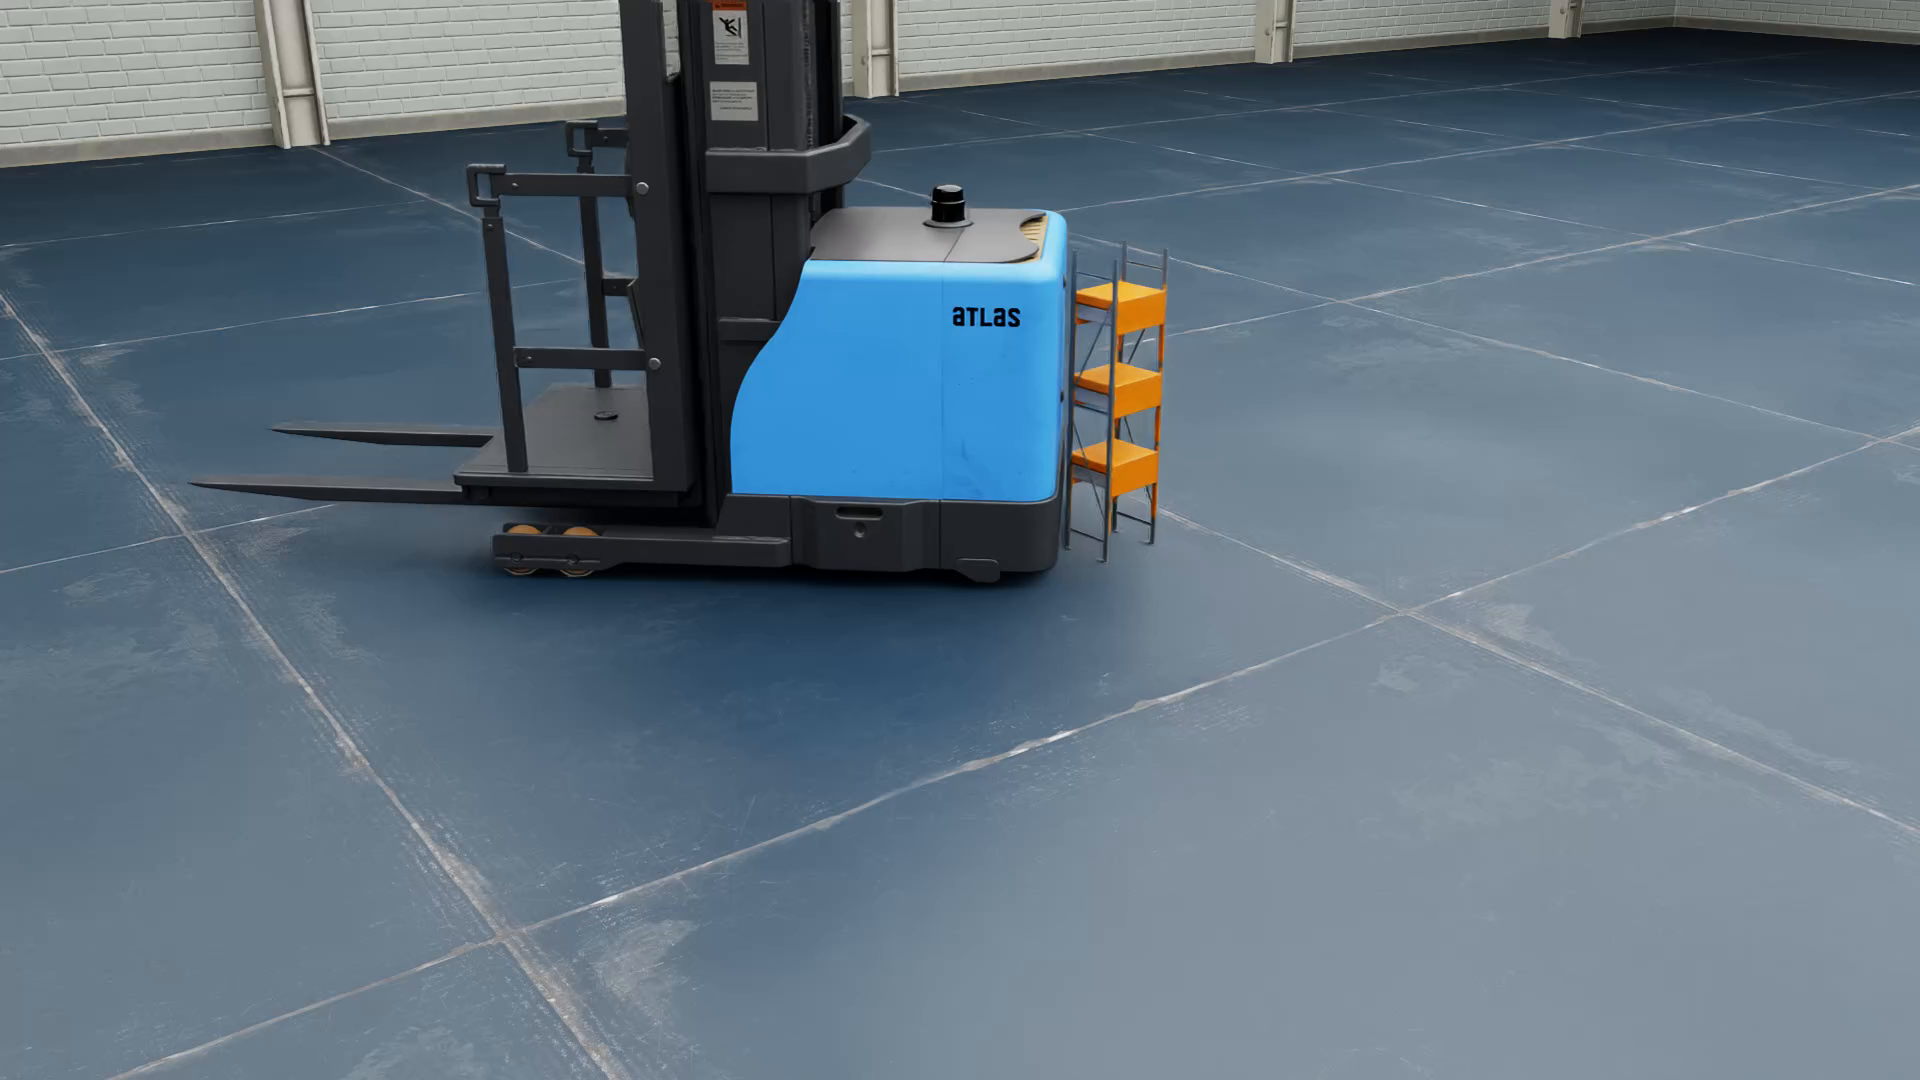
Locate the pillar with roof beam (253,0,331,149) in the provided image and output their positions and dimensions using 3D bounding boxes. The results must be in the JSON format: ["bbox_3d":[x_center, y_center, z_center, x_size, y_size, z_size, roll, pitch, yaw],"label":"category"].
[{"bbox_3d":[-3.257,-6.357,9.686,0.400,9.000,9.100,-15,26,-33],"label":"pillar with roof beam"}]

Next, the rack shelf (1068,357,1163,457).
[{"bbox_3d":[0.527,-0.456,5.651,0.240,0.259,0.215,-19,29,-39],"label":"rack shelf"}]

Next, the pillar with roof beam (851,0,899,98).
[{"bbox_3d":[1.613,-7.656,12.940,0.400,9.000,9.100,-15,26,-33],"label":"pillar with roof beam"}]

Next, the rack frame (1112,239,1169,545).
[{"bbox_3d":[0.616,-0.496,5.724,0.008,1.050,0.200,-19,29,-39],"label":"rack frame"}]

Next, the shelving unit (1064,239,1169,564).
[{"bbox_3d":[0.527,-0.466,5.647,0.252,1.050,0.215,-19,29,-39],"label":"shelving unit"}]

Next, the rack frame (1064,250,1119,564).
[{"bbox_3d":[0.437,-0.435,5.570,0.008,1.050,0.200,-19,29,-39],"label":"rack frame"}]

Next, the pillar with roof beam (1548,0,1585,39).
[{"bbox_3d":[11.354,-10.253,19.449,0.400,9.000,9.100,-15,26,-33],"label":"pillar with roof beam"}]

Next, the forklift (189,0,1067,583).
[{"bbox_3d":[-1.152,-1.428,5.520,3.031,2.935,1.130,2,22,5],"label":"forklift"}]

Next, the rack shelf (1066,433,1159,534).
[{"bbox_3d":[0.527,-0.198,5.754,0.240,0.259,0.215,-19,29,-39],"label":"rack shelf"}]

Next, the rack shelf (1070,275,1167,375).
[{"bbox_3d":[0.527,-0.719,5.546,0.240,0.259,0.215,-19,29,-39],"label":"rack shelf"}]

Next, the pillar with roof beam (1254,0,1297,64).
[{"bbox_3d":[6.483,-8.954,16.195,0.400,9.000,9.100,-15,26,-33],"label":"pillar with roof beam"}]
